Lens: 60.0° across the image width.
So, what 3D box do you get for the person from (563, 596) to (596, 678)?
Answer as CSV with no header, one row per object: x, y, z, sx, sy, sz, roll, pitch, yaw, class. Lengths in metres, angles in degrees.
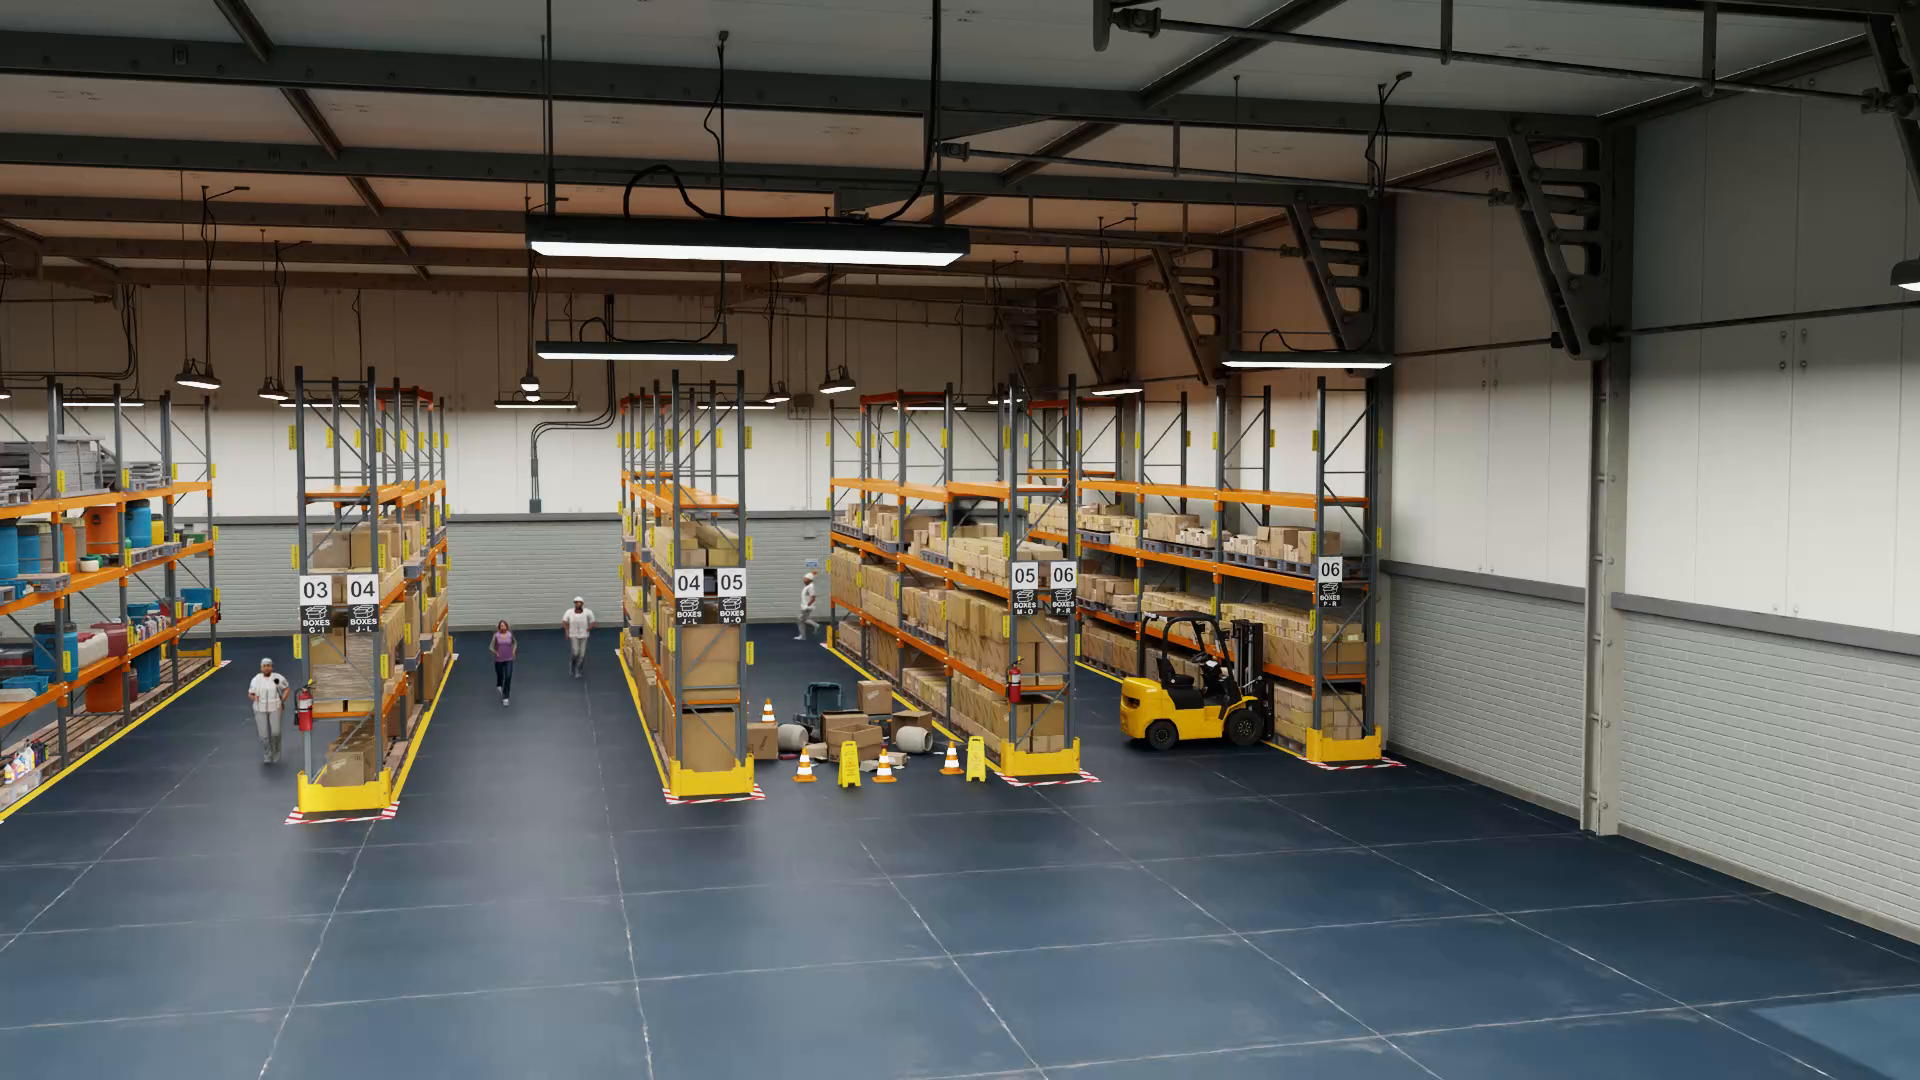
-7.994,2.044,34.954,0.677,1.728,0.600,-1,4,-15,person

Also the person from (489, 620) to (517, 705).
-8.727,2.322,31.800,0.538,1.596,0.812,-1,4,-21,person

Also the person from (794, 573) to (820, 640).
-3.796,1.670,41.525,0.653,1.711,0.728,-1,3,-12,person

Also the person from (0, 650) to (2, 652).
-16.740,2.455,28.660,0.571,1.660,0.841,0,3,-5,person

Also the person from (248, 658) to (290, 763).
-10.675,2.648,25.681,0.591,1.638,0.576,-1,4,-17,person
